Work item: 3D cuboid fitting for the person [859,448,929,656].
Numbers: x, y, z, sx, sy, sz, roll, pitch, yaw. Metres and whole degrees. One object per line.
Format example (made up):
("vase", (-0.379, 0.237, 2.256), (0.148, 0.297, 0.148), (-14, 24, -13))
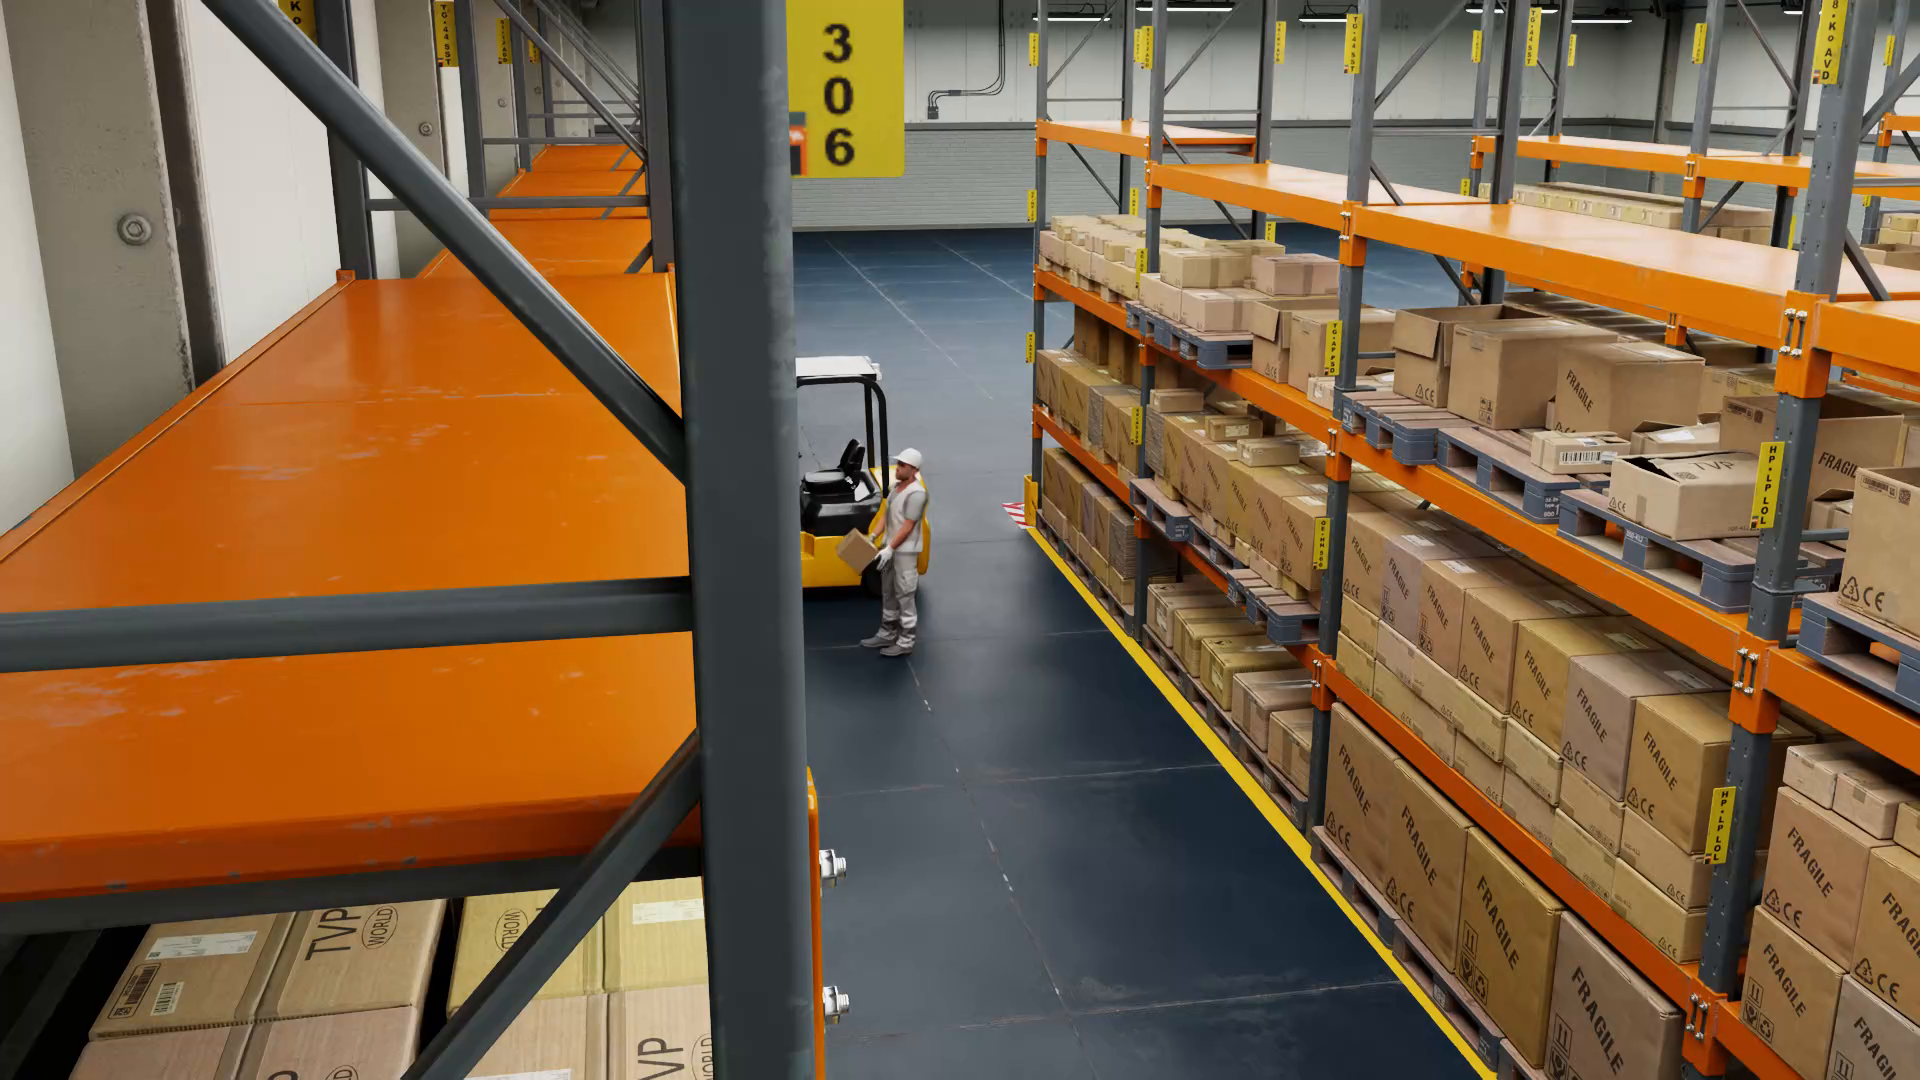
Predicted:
("person", (-0.562, 0.104, 14.111), (0.514, 1.794, 0.560), (-8, 18, -26))
